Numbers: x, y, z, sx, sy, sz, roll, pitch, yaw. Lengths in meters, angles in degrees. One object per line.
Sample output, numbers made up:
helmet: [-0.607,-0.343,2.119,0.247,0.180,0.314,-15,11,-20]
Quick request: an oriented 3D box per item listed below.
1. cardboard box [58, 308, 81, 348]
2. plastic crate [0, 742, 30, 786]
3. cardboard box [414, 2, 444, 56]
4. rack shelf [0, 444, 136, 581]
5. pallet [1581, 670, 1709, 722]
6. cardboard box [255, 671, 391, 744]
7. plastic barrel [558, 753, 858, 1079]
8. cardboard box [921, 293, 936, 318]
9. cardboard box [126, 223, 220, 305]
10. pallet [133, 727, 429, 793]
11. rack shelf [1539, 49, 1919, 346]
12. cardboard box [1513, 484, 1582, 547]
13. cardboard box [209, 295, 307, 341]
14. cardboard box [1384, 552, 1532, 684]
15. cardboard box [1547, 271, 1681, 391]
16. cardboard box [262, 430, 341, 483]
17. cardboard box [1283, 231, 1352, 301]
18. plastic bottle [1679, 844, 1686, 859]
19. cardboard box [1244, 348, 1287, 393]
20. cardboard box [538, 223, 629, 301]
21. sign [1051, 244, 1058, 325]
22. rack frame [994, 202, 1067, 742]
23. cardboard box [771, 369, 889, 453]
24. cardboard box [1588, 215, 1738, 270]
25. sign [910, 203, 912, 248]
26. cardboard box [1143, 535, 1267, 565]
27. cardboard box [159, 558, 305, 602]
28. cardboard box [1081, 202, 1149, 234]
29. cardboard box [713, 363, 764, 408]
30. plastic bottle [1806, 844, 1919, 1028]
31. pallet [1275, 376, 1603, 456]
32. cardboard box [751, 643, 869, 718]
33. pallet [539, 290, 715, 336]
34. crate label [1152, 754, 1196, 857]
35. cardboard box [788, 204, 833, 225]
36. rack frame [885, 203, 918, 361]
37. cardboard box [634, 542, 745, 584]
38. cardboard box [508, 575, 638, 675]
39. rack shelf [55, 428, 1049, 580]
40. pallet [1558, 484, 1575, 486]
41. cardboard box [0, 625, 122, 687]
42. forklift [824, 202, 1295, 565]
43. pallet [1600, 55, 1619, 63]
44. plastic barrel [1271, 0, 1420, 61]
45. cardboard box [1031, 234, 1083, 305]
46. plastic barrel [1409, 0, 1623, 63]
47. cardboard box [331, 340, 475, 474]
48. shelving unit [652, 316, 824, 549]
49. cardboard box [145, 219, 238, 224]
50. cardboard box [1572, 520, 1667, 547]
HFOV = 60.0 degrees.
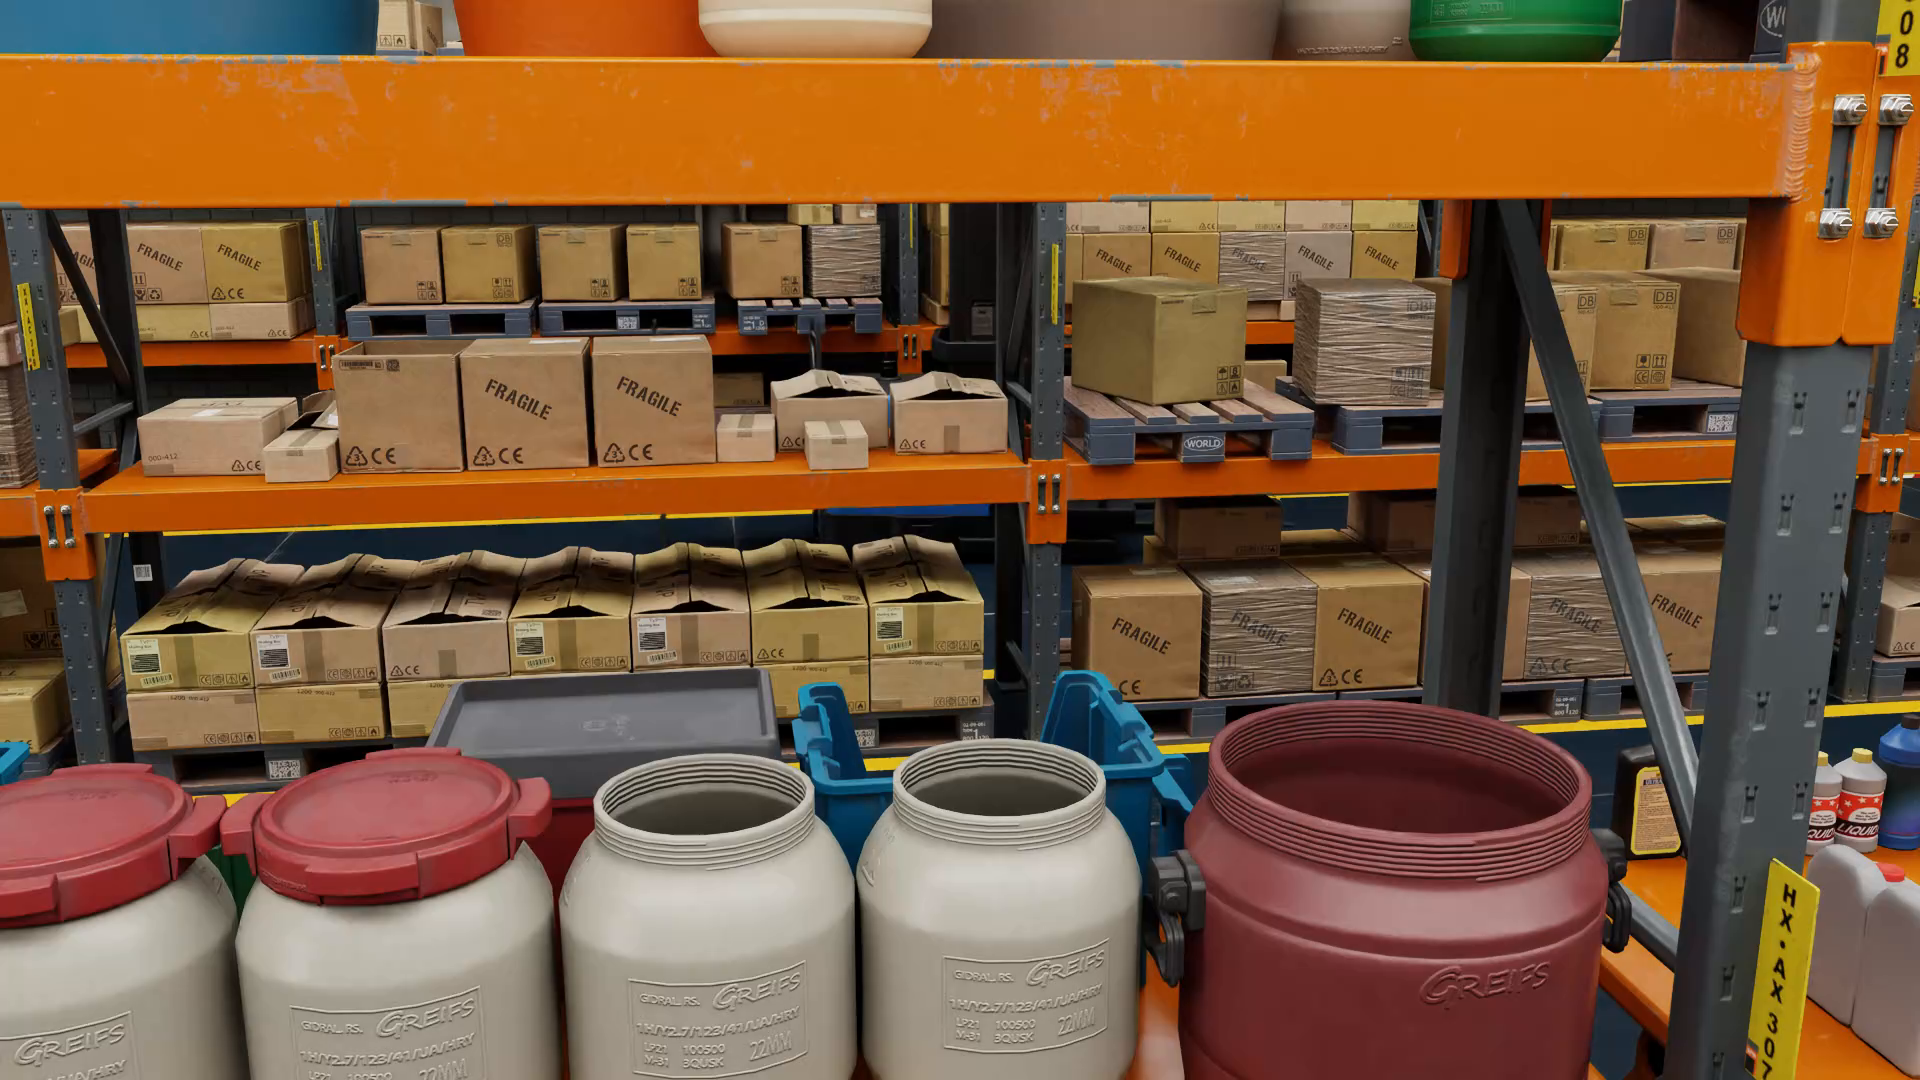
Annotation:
cardboard box: [-3.942,-0.890,7.067,0.250,0.149,0.380,-2,14,-8]
plastic crate: [-1.869,0.594,2.719,0.575,0.384,0.392,-2,14,-8]
cardboard box: [-3.837,-3.390,11.336,0.500,0.500,0.500,0,14,0]
rack shelf: [-5.625,-0.069,6.809,4.000,0.370,1.077,-2,14,-8]
pallet: [3.464,0.611,8.352,1.213,0.211,1.003,-2,14,-8]
cardboard box: [-2.706,0.666,7.188,0.500,0.250,0.500,-2,14,-7]
plastic barrel: [-0.360,0.606,2.409,0.421,0.512,0.421,0,14,0]
cardboard box: [-0.150,-1.788,12.661,0.250,0.149,0.380,-2,14,-7]
cardboard box: [-5.304,-1.872,11.244,0.500,0.500,0.500,-2,14,-9]
pallet: [-2.925,0.826,7.494,1.213,0.211,1.003,-2,14,-8]
rack shelf: [3.020,-0.622,2.849,4.000,0.370,1.077,-2,14,-8]
cardboard box: [2.760,-0.150,8.346,0.500,0.250,0.500,-2,14,-8]
cardboard box: [-4.813,-1.529,11.418,0.500,0.250,0.500,-2,14,-8]
cardboard box: [2.329,0.358,7.860,0.500,0.500,0.500,-3,14,-10]
cardboard box: [3.091,-1.029,8.090,0.500,0.500,0.700,0,14,1]
cardboard box: [-2.741,-0.351,6.973,0.250,0.149,0.380,-2,14,-8]
cardboard box: [2.599,-2.076,12.475,0.500,0.500,0.500,-2,14,-8]
plastic bottle: [1.495,0.536,3.328,0.097,0.201,0.097,0,14,0]
cardboard box: [2.019,-1.045,12.778,0.750,0.750,0.750,-2,14,-7]
cardboard box: [-2.681,-2.004,11.936,0.500,0.500,0.700,0,14,-1]
sign: [0.394,-1.064,6.916,0.005,0.325,0.100,-2,14,-8]
rack frame: [0.308,-0.635,7.589,0.127,3.000,1.000,-2,14,-8]
cardboard box: [-0.606,-0.606,7.656,0.500,0.311,0.500,-2,14,-9]
cardboard box: [5.501,-2.187,13.159,0.700,0.700,0.980,-3,14,-11]
sign: [-0.344,-2.220,11.689,0.005,0.325,0.100,-2,14,-8]
cardboard box: [1.197,0.273,8.200,0.500,0.500,0.500,-2,14,-6]
cardboard box: [-3.290,0.284,7.560,0.500,0.311,0.500,-2,14,-8]
cardboard box: [1.078,-2.386,12.170,0.500,0.250,0.500,-2,14,-8]
cardboard box: [-1.711,-1.147,12.323,0.500,0.250,0.500,-2,14,-7]
plastic bottle: [1.495,0.642,2.751,0.135,0.276,0.152,-2,14,-8]
pallet: [2.230,-0.614,7.898,1.213,0.211,1.003,-2,14,-8]
cardboard box: [-0.685,0.592,7.484,0.500,0.250,0.500,-2,14,-9]
pallet: [-2.385,-1.652,12.038,1.213,0.211,1.003,-2,14,-8]
crate label: [0.569,0.563,3.156,0.416,0.233,0.303,-2,14,-8]
cardboard box: [-1.087,-2.368,12.056,0.250,0.149,0.380,-5,15,-18]
rack frame: [-0.434,-1.827,12.340,0.127,3.000,1.000,-2,14,-8]
cardboard box: [-1.277,0.210,7.855,0.500,0.311,0.500,-2,14,-10]
cardboard box: [-1.682,0.357,7.270,0.500,0.311,0.500,-2,14,-7]
rack shelf: [-1.670,-0.214,7.387,4.000,0.370,1.077,-2,14,-8]
pallet: [4.285,-0.628,13.292,1.213,0.211,1.003,-2,14,-8]
cardboard box: [-4.151,0.583,7.518,0.500,0.250,0.500,-2,14,-8]
forklift: [0.653,-1.396,10.763,3.031,2.935,1.130,0,14,2]
pallet: [2.583,-2.099,7.645,1.003,0.211,1.213,-2,14,-8]
plastic barrel: [0.689,-1.015,2.708,0.421,0.512,0.421,0,14,0]
cardboard box: [0.604,-2.002,12.180,0.500,0.500,0.500,-2,14,-6]
plastic barrel: [0.805,-0.802,2.407,0.294,0.245,0.294,0,14,0]
cardboard box: [-2.365,-0.582,7.170,0.500,0.500,0.500,-1,14,-4]
shelving unit: [-1.437,-0.669,10.806,1.048,1.500,0.538,-3,14,-10]
cardboard box: [-5.397,-1.998,11.748,0.500,0.500,0.500,-2,14,-9]
cardboard box: [3.223,0.200,8.494,0.500,0.500,0.500,-2,14,-7]
